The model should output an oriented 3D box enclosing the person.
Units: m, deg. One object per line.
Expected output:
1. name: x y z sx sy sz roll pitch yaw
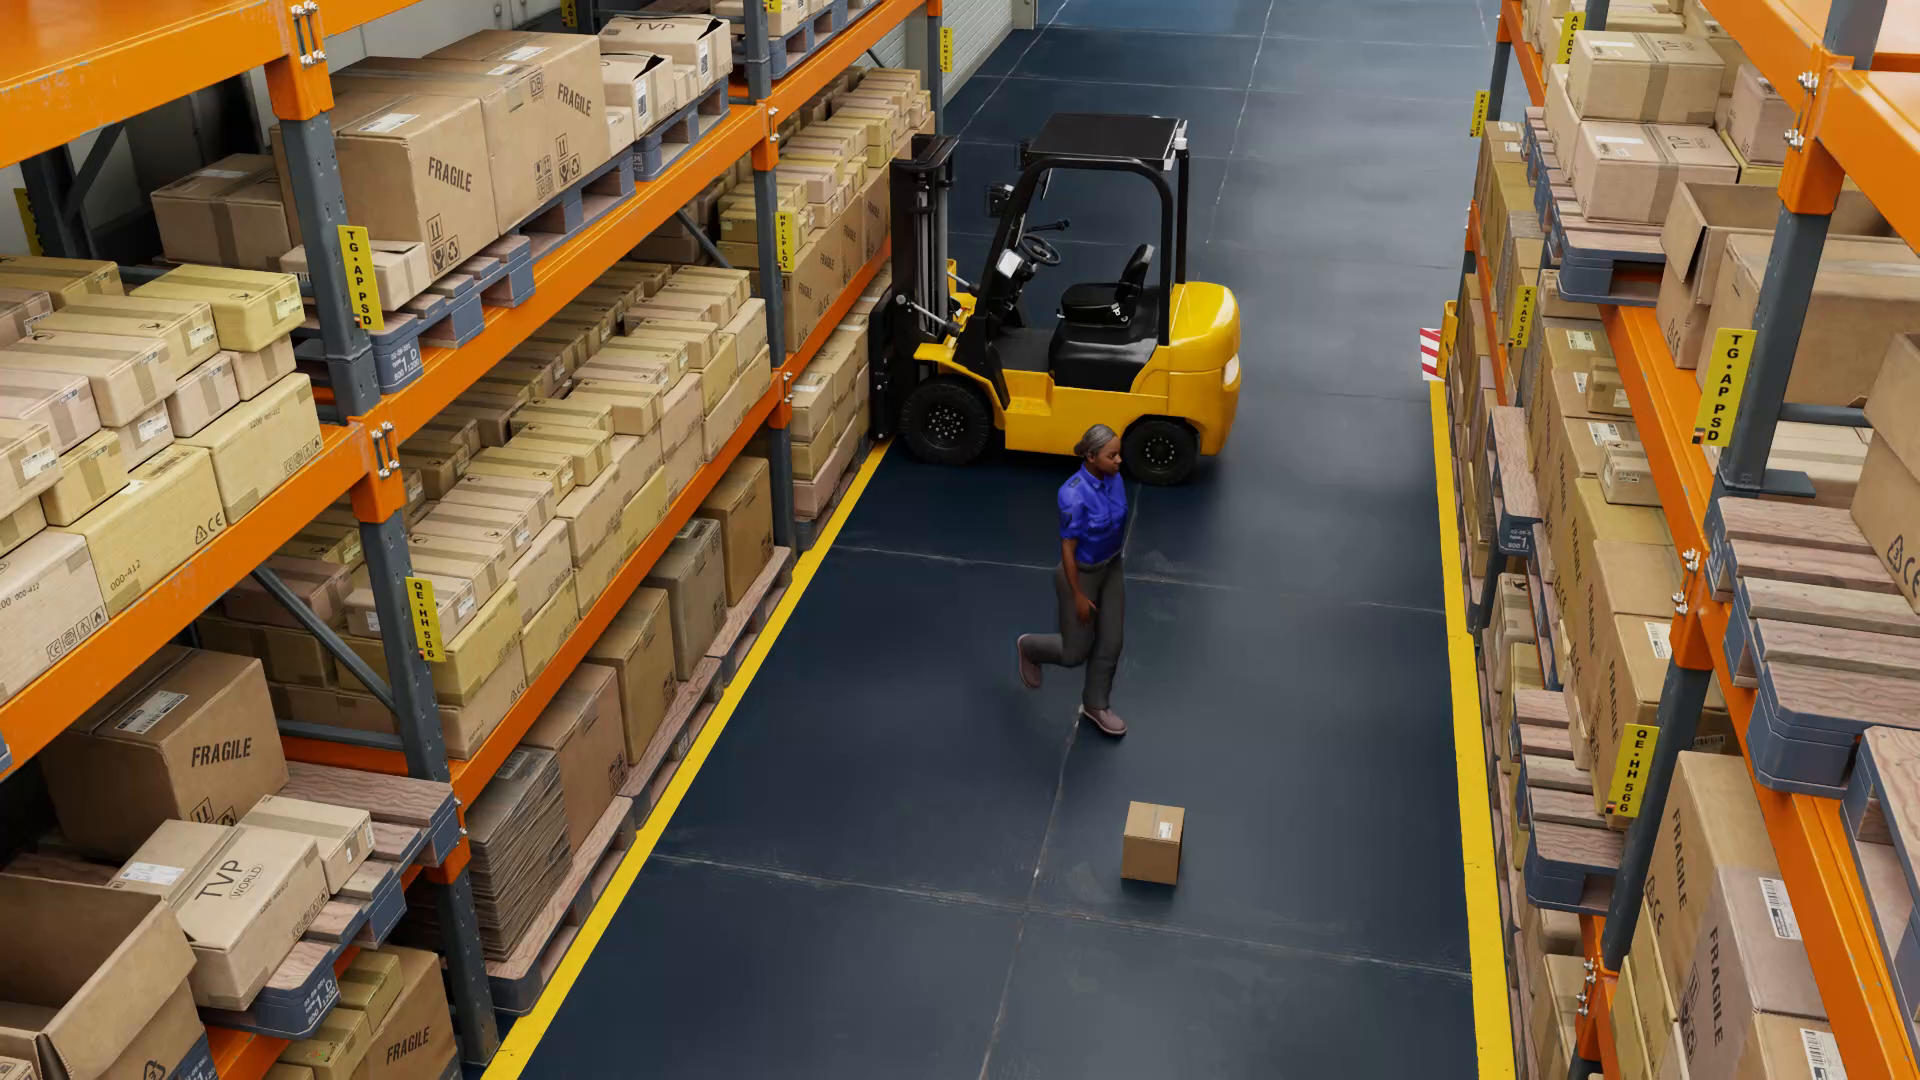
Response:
1. person: 0.602 0.162 8.288 0.682 1.642 0.458 25 38 38
